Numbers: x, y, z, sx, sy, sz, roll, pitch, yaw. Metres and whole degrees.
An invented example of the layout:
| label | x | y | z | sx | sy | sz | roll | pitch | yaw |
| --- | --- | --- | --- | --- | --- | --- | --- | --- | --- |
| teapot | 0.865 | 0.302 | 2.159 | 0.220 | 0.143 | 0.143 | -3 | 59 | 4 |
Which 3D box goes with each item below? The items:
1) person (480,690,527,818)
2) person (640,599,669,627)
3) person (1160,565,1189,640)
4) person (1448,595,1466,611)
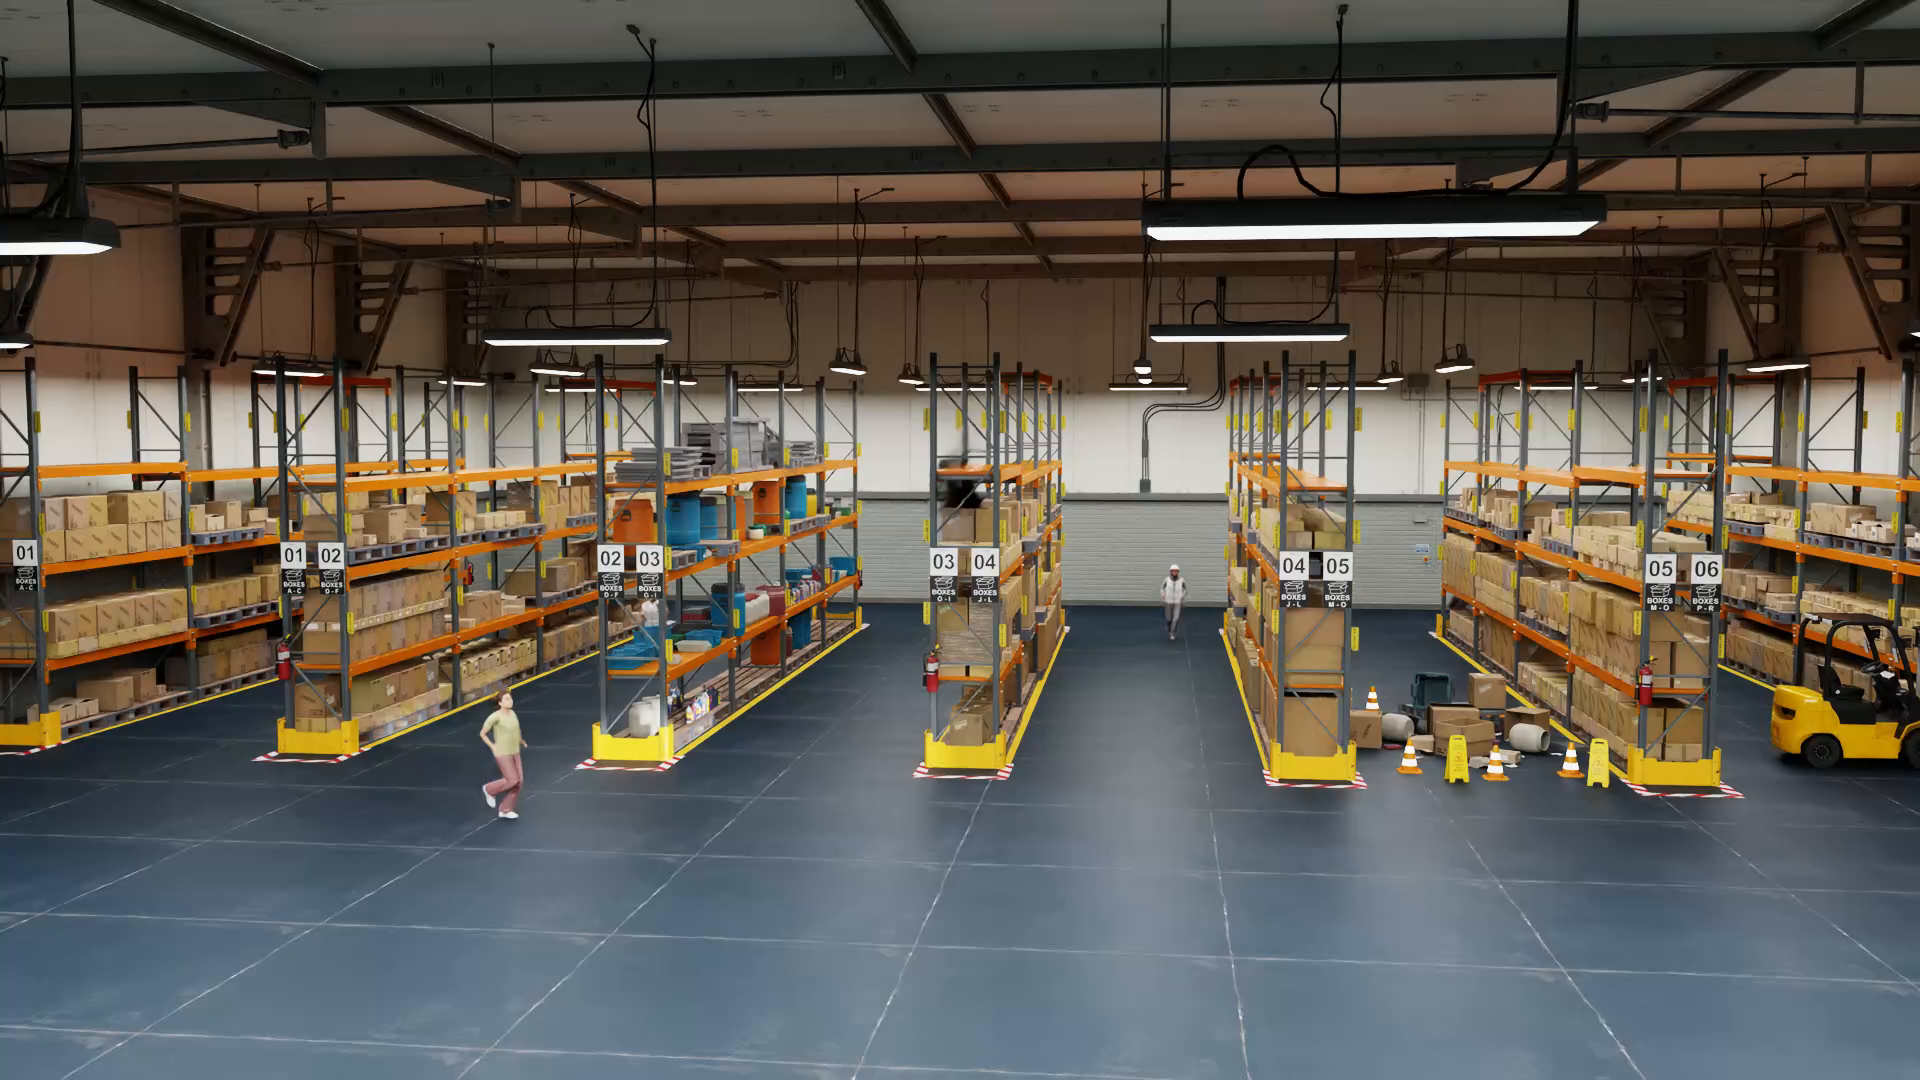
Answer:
| label | x | y | z | sx | sy | sz | roll | pitch | yaw |
| --- | --- | --- | --- | --- | --- | --- | --- | --- | --- |
| person | -5.754 | 2.706 | 21.040 | 0.558 | 1.620 | 0.580 | 2 | 5 | 30 |
| person | -6.178 | 1.796 | 33.549 | 0.548 | 1.703 | 0.681 | 0 | 4 | 1 |
| person | 4.944 | 1.433 | 38.409 | 0.661 | 1.733 | 0.615 | 1 | 4 | 8 |
| person | 12.112 | 1.345 | 40.133 | 0.672 | 1.709 | 0.816 | 1 | 4 | 10 |
